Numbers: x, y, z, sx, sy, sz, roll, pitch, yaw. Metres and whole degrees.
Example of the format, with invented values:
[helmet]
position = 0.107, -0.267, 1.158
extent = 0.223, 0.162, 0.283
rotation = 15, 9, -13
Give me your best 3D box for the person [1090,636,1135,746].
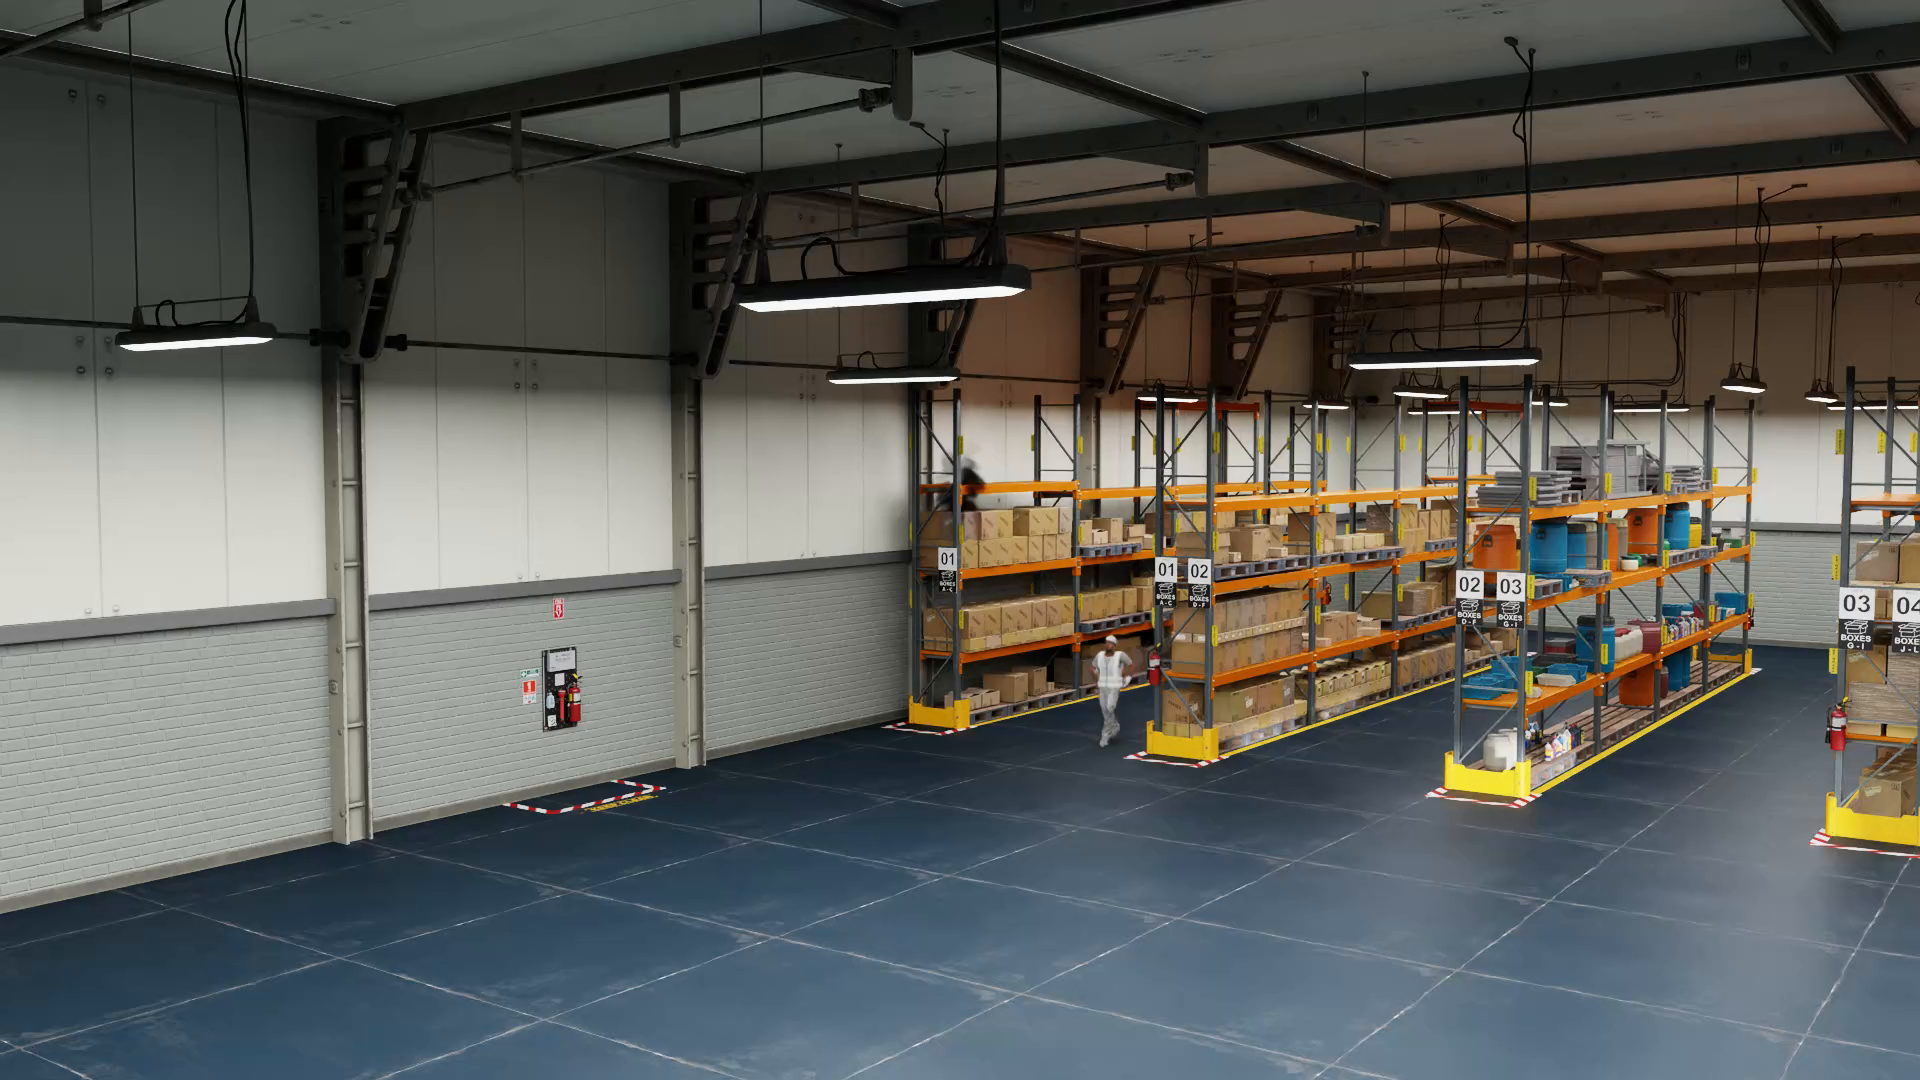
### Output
[person]
position = 2.503, 2.521, 28.016
extent = 0.741, 1.817, 0.859
rotation = 2, 4, 29
